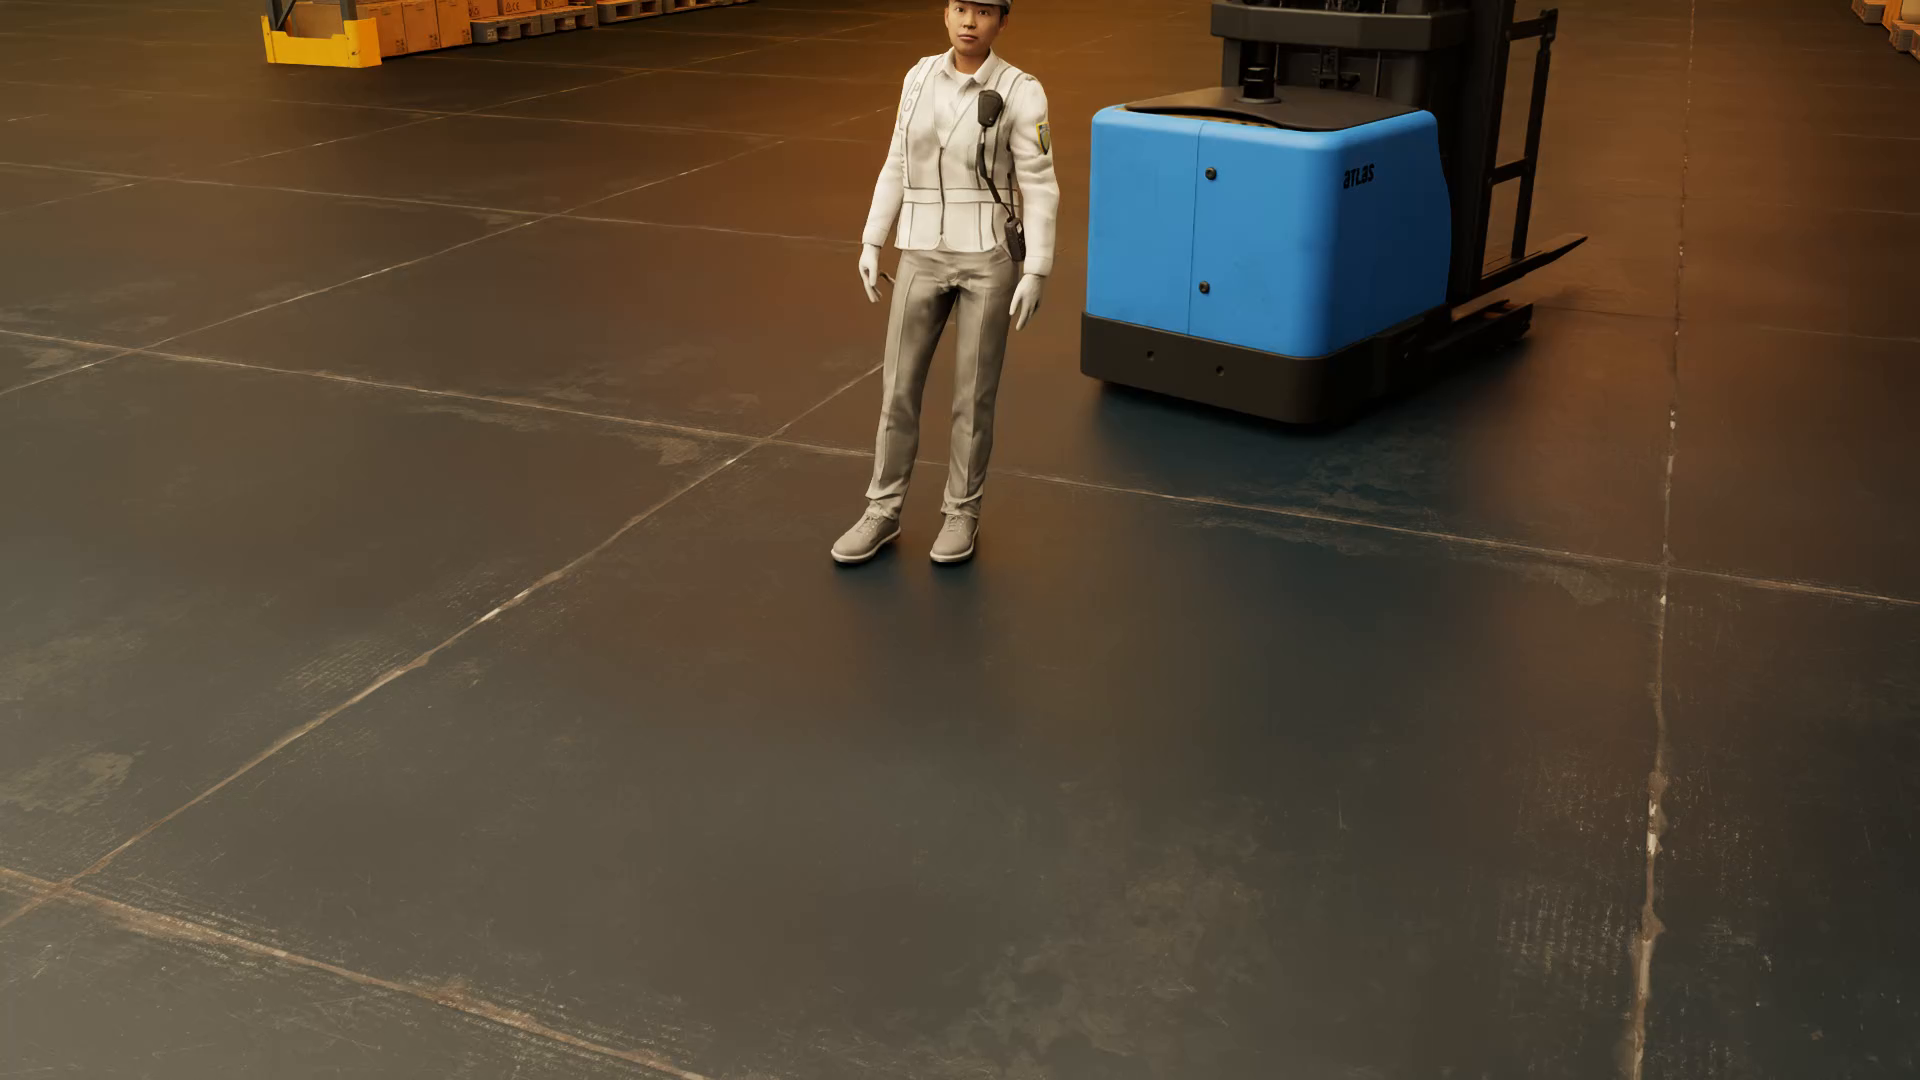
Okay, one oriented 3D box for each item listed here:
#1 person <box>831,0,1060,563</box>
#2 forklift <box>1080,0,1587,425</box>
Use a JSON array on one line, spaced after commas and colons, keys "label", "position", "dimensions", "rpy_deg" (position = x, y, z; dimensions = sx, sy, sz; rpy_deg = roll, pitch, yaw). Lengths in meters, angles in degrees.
[{"label": "person", "position": [-0.032, -0.765, 4.707], "dimensions": [0.587, 1.695, 0.531], "rpy_deg": [9, 24, 21]}, {"label": "forklift", "position": [1.802, -2.255, 6.689], "dimensions": [1.130, 2.935, 3.031], "rpy_deg": [18, 29, 36]}]
